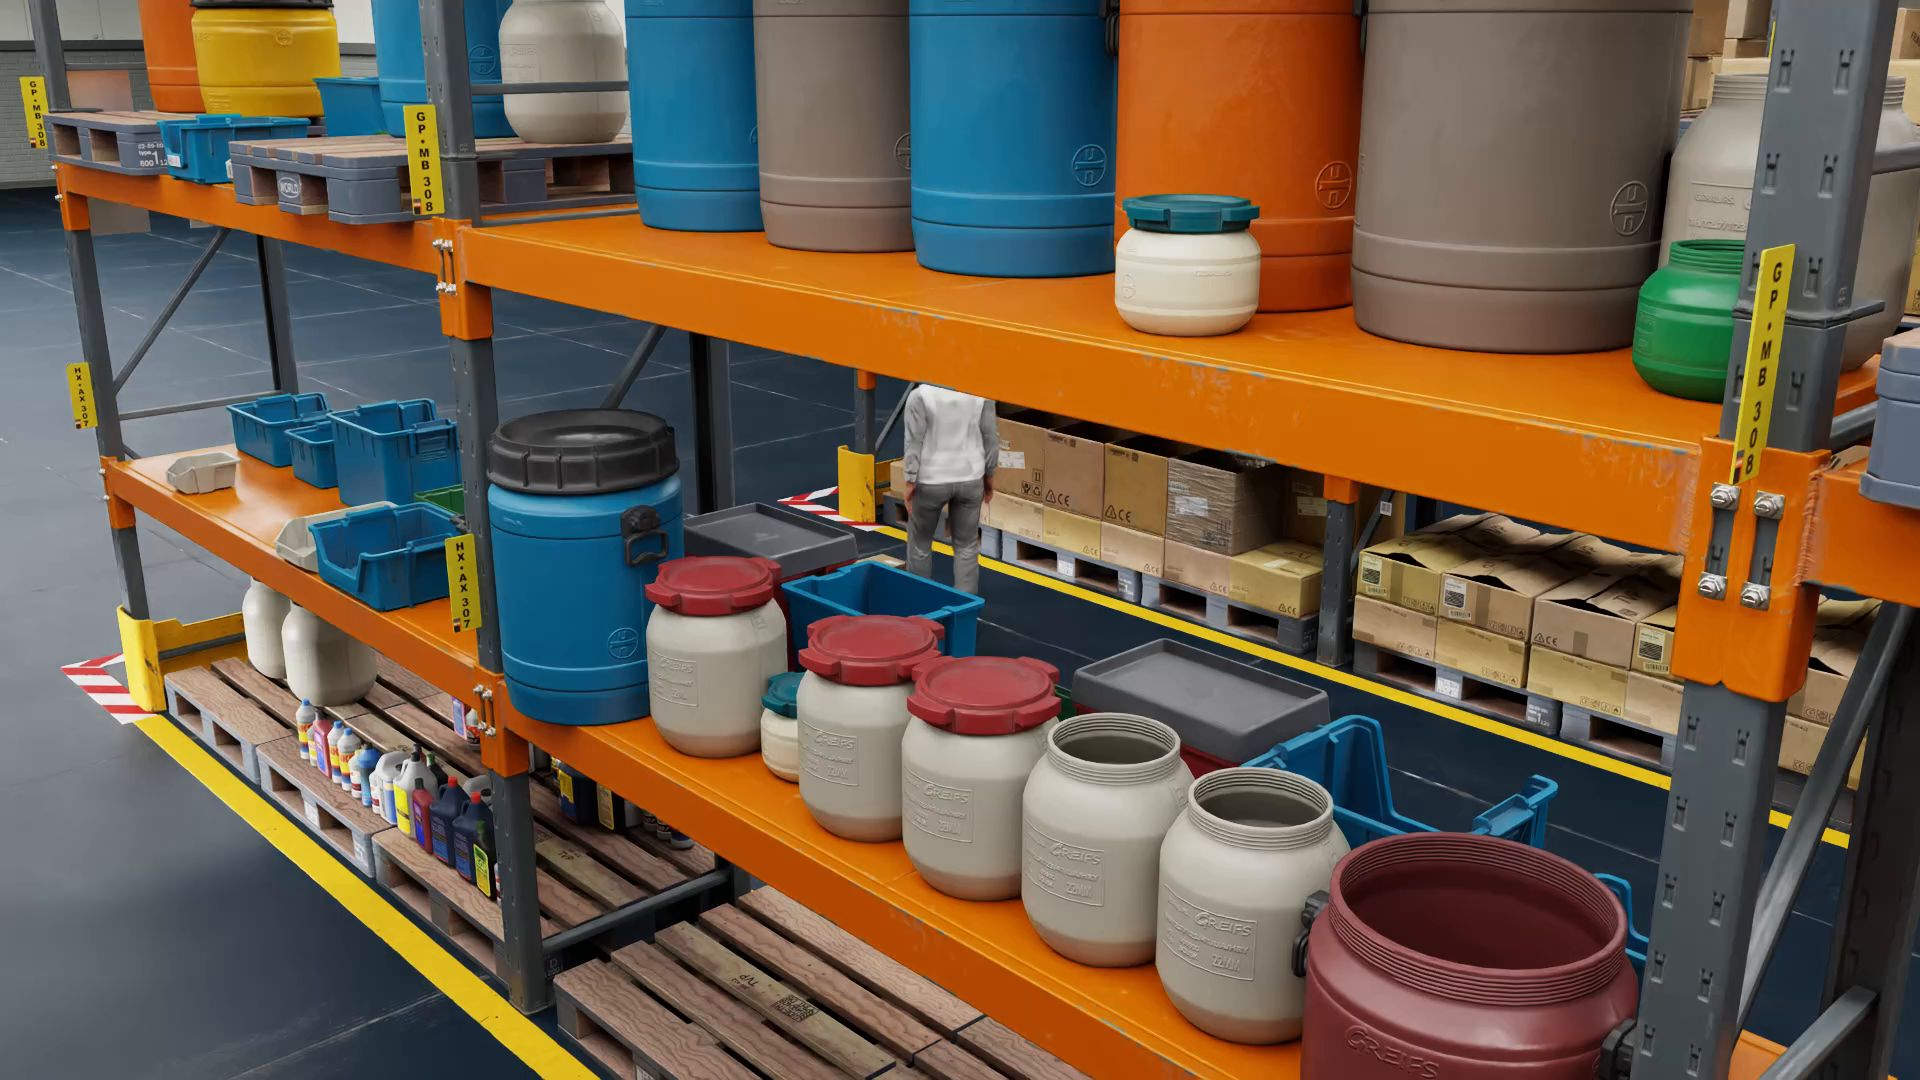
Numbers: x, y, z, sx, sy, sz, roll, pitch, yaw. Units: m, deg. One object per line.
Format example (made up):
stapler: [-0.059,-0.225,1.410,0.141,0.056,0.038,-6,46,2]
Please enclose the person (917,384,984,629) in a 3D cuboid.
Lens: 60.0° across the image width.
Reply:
person: [-0.125,-0.373,9.668,0.490,1.765,0.621,-4,18,-13]
